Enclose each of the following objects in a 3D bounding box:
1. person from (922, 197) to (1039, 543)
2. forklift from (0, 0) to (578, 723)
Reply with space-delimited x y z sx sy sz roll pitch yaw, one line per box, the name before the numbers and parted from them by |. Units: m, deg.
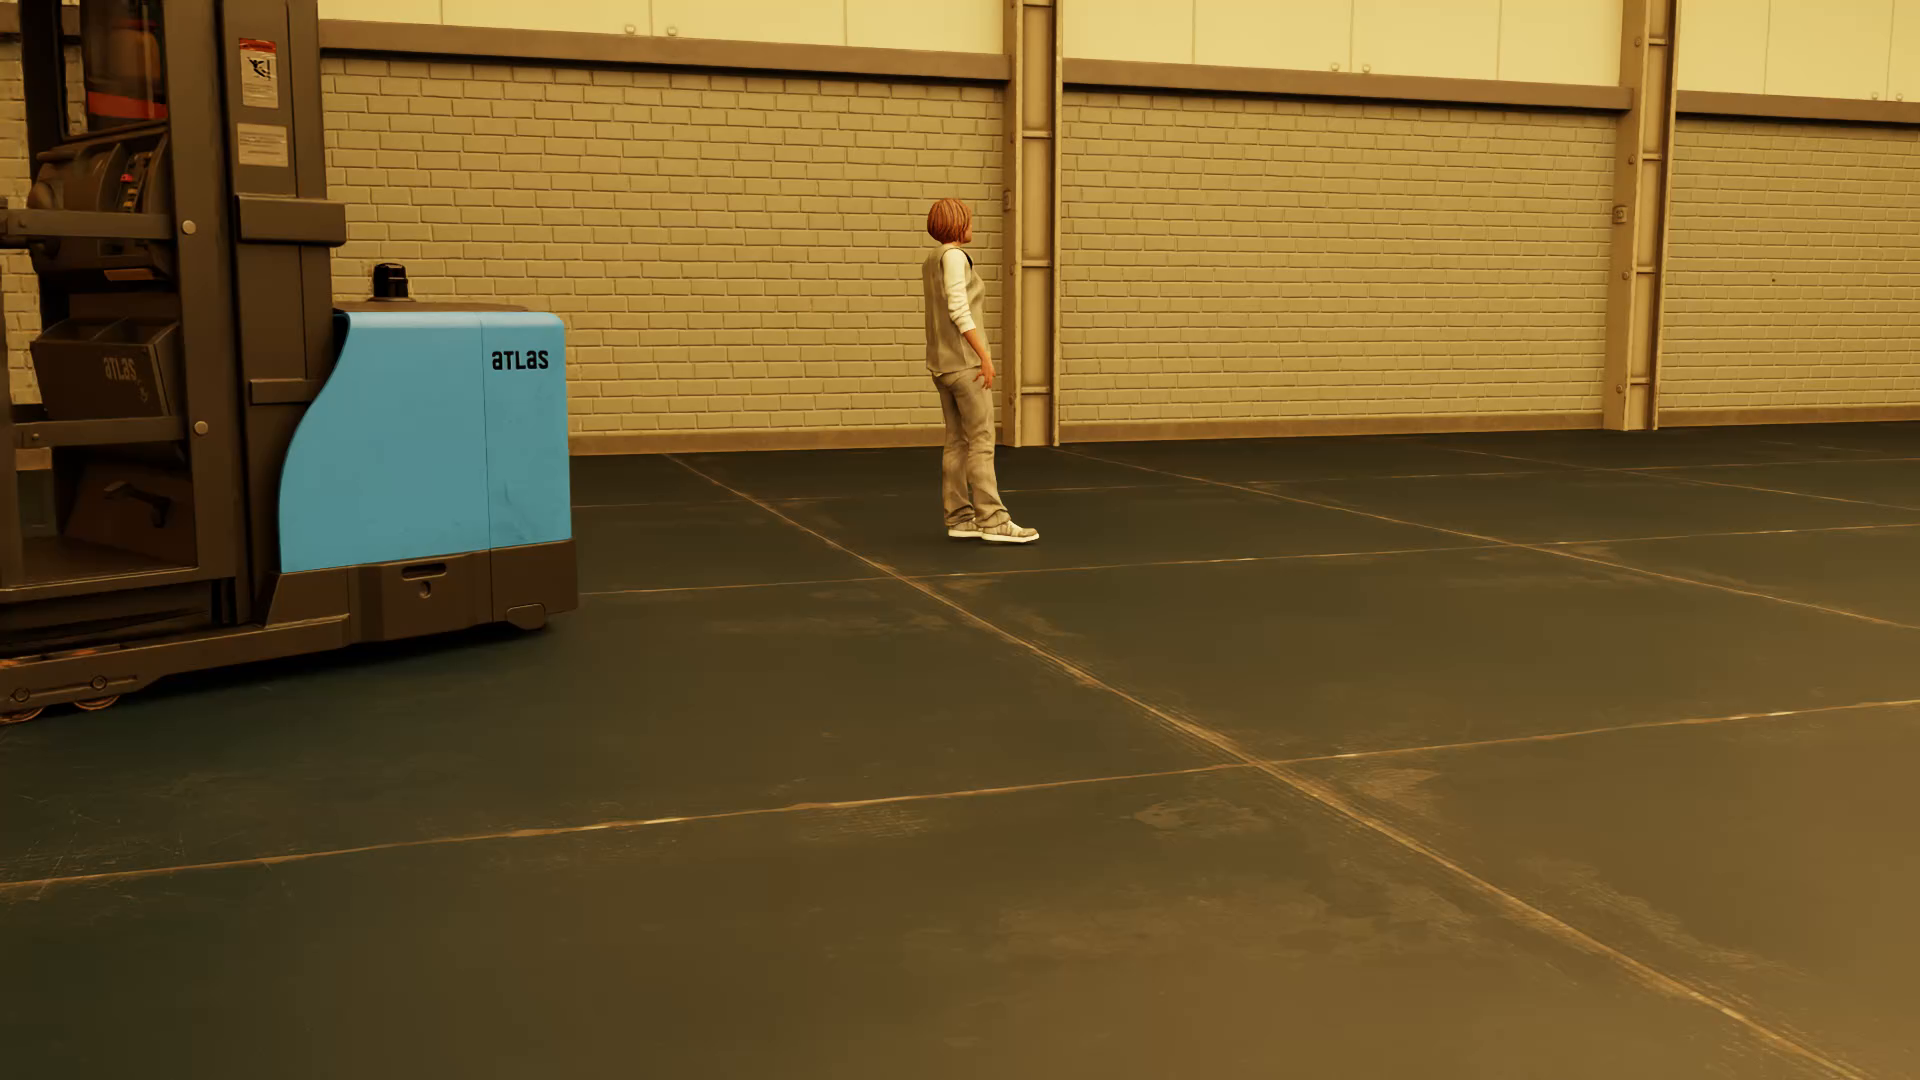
person | 0.074 -0.800 7.825 0.475 1.597 0.520 -3 8 -18
forklift | -2.676 -1.047 4.745 1.130 2.935 3.031 7 10 42
